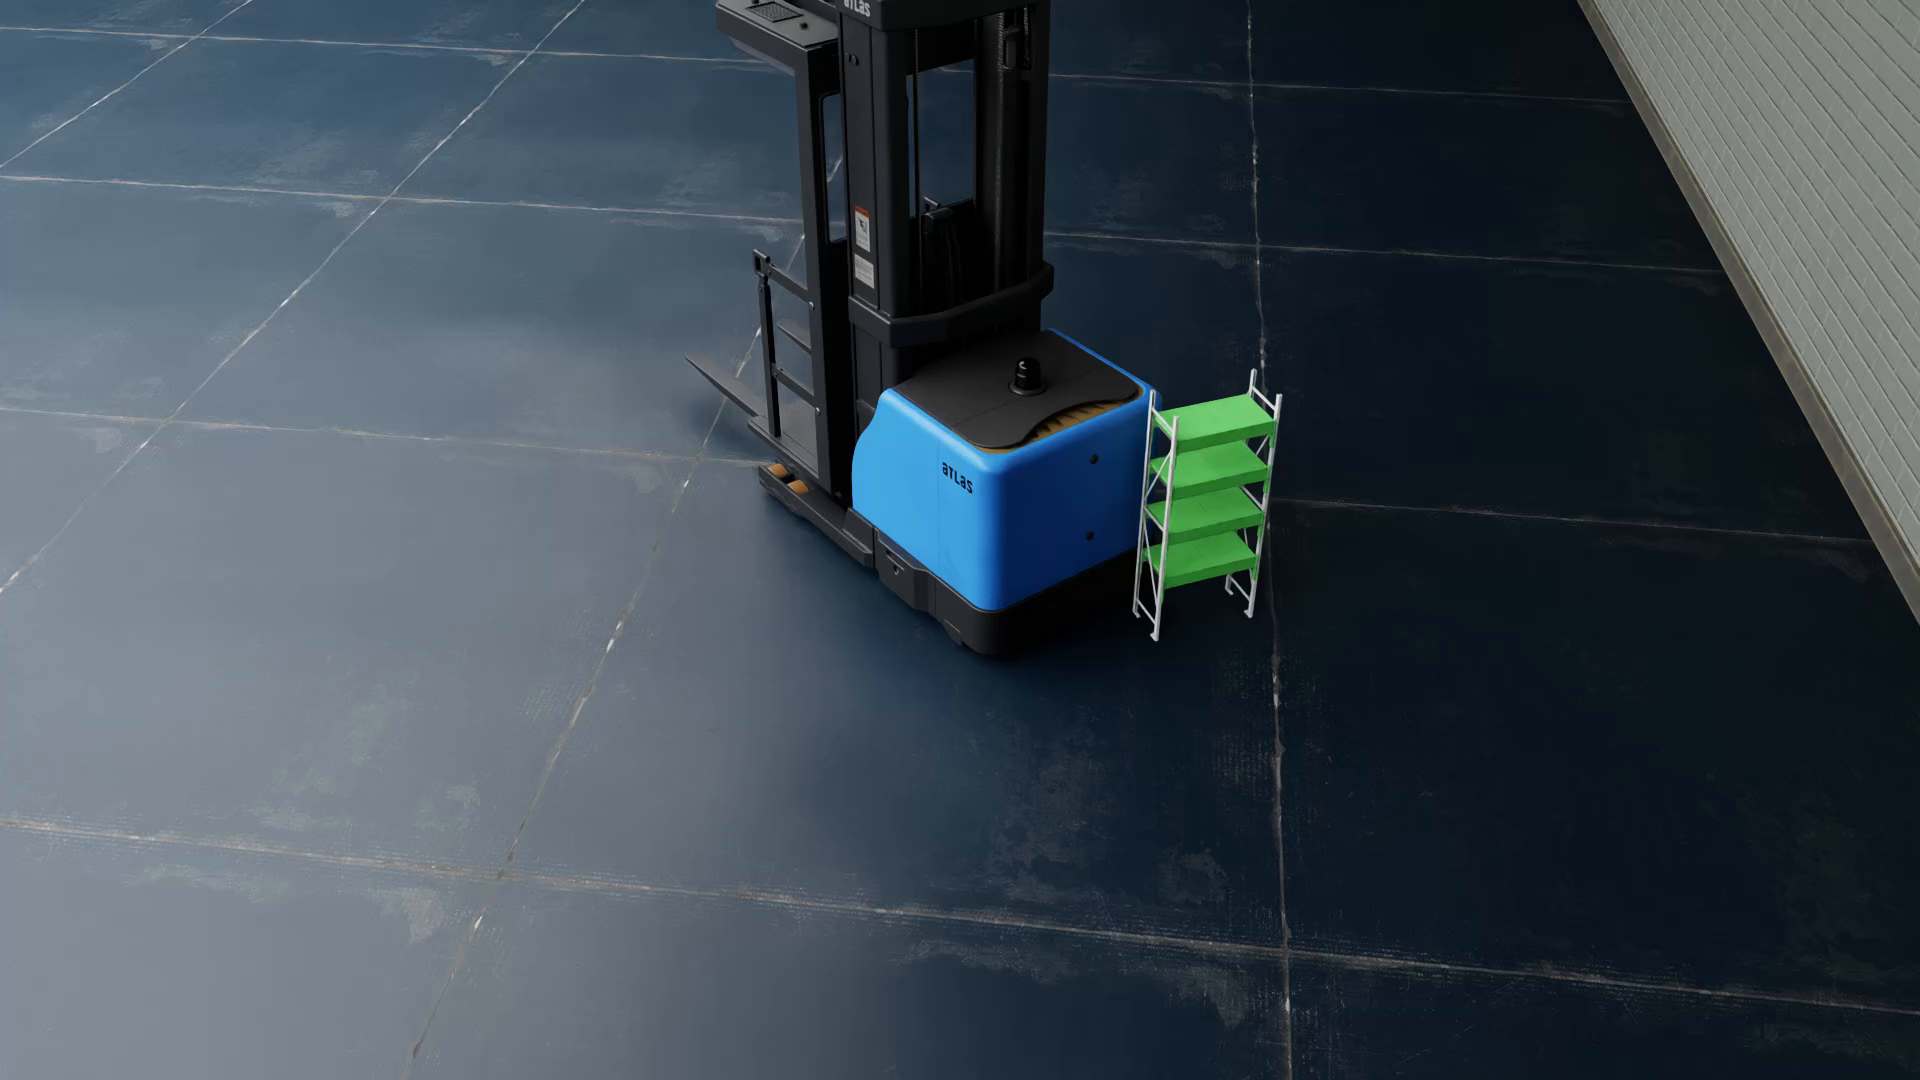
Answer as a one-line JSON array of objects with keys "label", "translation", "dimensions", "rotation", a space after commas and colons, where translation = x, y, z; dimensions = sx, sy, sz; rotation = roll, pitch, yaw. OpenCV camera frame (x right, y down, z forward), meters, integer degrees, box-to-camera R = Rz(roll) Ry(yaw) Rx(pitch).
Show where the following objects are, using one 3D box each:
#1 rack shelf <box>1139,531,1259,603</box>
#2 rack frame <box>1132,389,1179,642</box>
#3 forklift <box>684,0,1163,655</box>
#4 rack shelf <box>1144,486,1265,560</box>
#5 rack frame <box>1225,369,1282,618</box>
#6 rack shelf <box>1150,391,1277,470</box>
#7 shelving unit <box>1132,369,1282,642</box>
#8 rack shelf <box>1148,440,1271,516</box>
[{"label": "rack shelf", "translation": [1.085, 0.107, 7.589], "dimensions": [0.480, 0.148, 0.258], "rotation": [-13, 38, -17]}, {"label": "rack frame", "translation": [0.859, -0.088, 7.339], "dimensions": [0.015, 1.200, 0.240], "rotation": [-13, 38, -17]}, {"label": "forklift", "translation": [-0.376, -1.482, 7.804], "dimensions": [1.130, 2.935, 3.031], "rotation": [-24, 42, -29]}, {"label": "rack shelf", "translation": [1.086, -0.087, 7.448], "dimensions": [0.480, 0.148, 0.258], "rotation": [-13, 38, -17]}, {"label": "rack frame", "translation": [1.314, -0.190, 7.481], "dimensions": [0.015, 1.200, 0.240], "rotation": [-13, 38, -17]}, {"label": "rack shelf", "translation": [1.088, -0.476, 7.166], "dimensions": [0.480, 0.148, 0.258], "rotation": [-13, 38, -17]}, {"label": "shelving unit", "translation": [1.086, -0.139, 7.410], "dimensions": [0.503, 1.200, 0.258], "rotation": [-13, 38, -17]}, {"label": "rack shelf", "translation": [1.087, -0.282, 7.307], "dimensions": [0.480, 0.148, 0.258], "rotation": [-13, 38, -17]}]
